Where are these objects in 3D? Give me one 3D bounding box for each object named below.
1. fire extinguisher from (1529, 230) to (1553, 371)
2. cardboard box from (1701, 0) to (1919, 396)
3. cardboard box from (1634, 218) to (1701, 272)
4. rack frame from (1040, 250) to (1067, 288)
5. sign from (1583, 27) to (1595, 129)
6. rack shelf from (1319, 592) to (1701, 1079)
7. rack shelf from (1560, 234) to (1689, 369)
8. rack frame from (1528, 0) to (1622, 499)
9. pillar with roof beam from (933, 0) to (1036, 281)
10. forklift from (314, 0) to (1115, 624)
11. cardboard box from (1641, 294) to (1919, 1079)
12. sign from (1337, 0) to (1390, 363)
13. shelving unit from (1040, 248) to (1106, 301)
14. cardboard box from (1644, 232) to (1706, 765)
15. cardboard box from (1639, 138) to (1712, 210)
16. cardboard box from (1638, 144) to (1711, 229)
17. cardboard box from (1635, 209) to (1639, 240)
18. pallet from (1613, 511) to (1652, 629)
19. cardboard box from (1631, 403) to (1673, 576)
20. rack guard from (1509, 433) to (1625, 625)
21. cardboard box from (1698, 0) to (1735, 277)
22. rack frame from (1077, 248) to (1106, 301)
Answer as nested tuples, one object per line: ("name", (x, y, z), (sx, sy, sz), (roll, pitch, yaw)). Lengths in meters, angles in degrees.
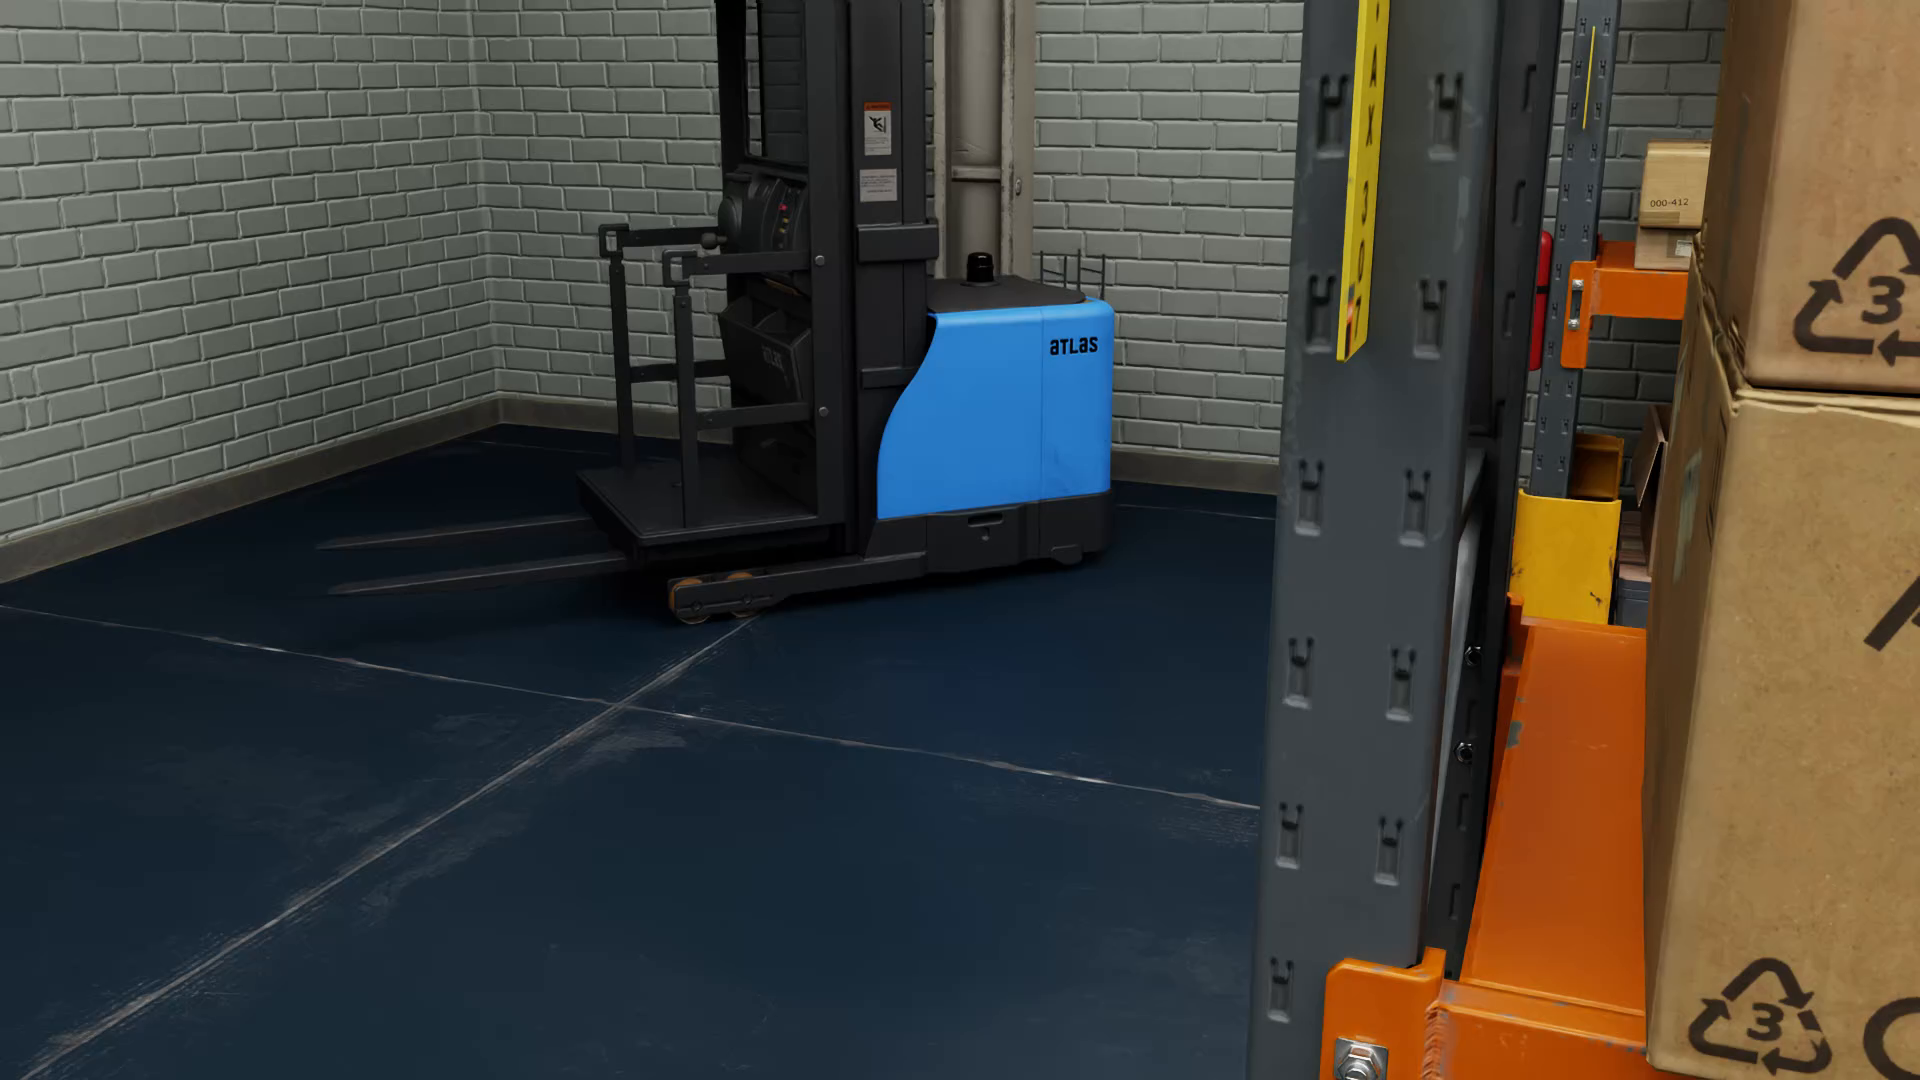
("fire extinguisher", (1.985, -0.939, 5.837), (0.183, 0.674, 0.296), (6, 17, 21))
("cardboard box", (0.815, -0.378, 1.123), (0.500, 0.500, 0.500), (6, 17, 19))
("cardboard box", (2.496, -1.035, 5.810), (0.250, 0.149, 0.380), (6, 17, 20))
("rack frame", (0.398, -0.643, 7.236), (0.006, 1.200, 0.240), (-7, 18, -23))
("sign", (2.092, -1.536, 5.530), (0.005, 0.325, 0.100), (6, 17, 21))
("rack shelf", (2.334, 0.577, 1.095), (4.000, 0.370, 1.077), (6, 17, 21))
("rack shelf", (4.152, -0.710, 5.531), (4.000, 0.370, 1.077), (6, 17, 21))
("rack frame", (2.291, -1.261, 6.135), (0.127, 3.000, 1.000), (6, 17, 21))
("pillar with roof beam", (-1.466, -3.535, 3.208), (0.400, 9.000, 9.100), (6, 17, 21))
("forklift", (-0.935, -1.265, 6.274), (3.031, 2.935, 1.130), (-7, 18, -23))
("cardboard box", (0.814, 0.103, 1.260), (0.500, 0.500, 0.500), (6, 17, 20))
("sign", (0.264, -0.283, 1.074), (0.005, 0.325, 0.100), (6, 17, 21))
("shelving unit", (0.481, -0.653, 7.272), (0.189, 1.200, 0.258), (-7, 18, -23))
("cardboard box", (1.019, -0.040, 1.752), (0.500, 0.500, 0.500), (6, 17, 21))
("cardboard box", (2.816, -1.353, 6.190), (0.500, 0.250, 0.500), (7, 18, 22))
("cardboard box", (2.614, -1.215, 5.714), (0.500, 0.250, 0.500), (6, 17, 21))
("cardboard box", (2.698, -1.176, 6.293), (0.250, 0.149, 0.380), (6, 17, 20))
("pallet", (3.104, 0.168, 6.217), (1.213, 0.211, 1.003), (6, 17, 21))
("cardboard box", (2.825, -0.176, 6.125), (0.637, 0.503, 0.797), (6, 17, 18))
("rack guard", (2.362, -0.052, 6.457), (0.348, 0.500, 1.175), (6, 17, 21))
("cardboard box", (1.009, -0.513, 1.589), (0.500, 0.500, 0.500), (7, 18, 22))
("rack frame", (0.564, -0.664, 7.308), (0.006, 1.200, 0.240), (-7, 18, -23))
